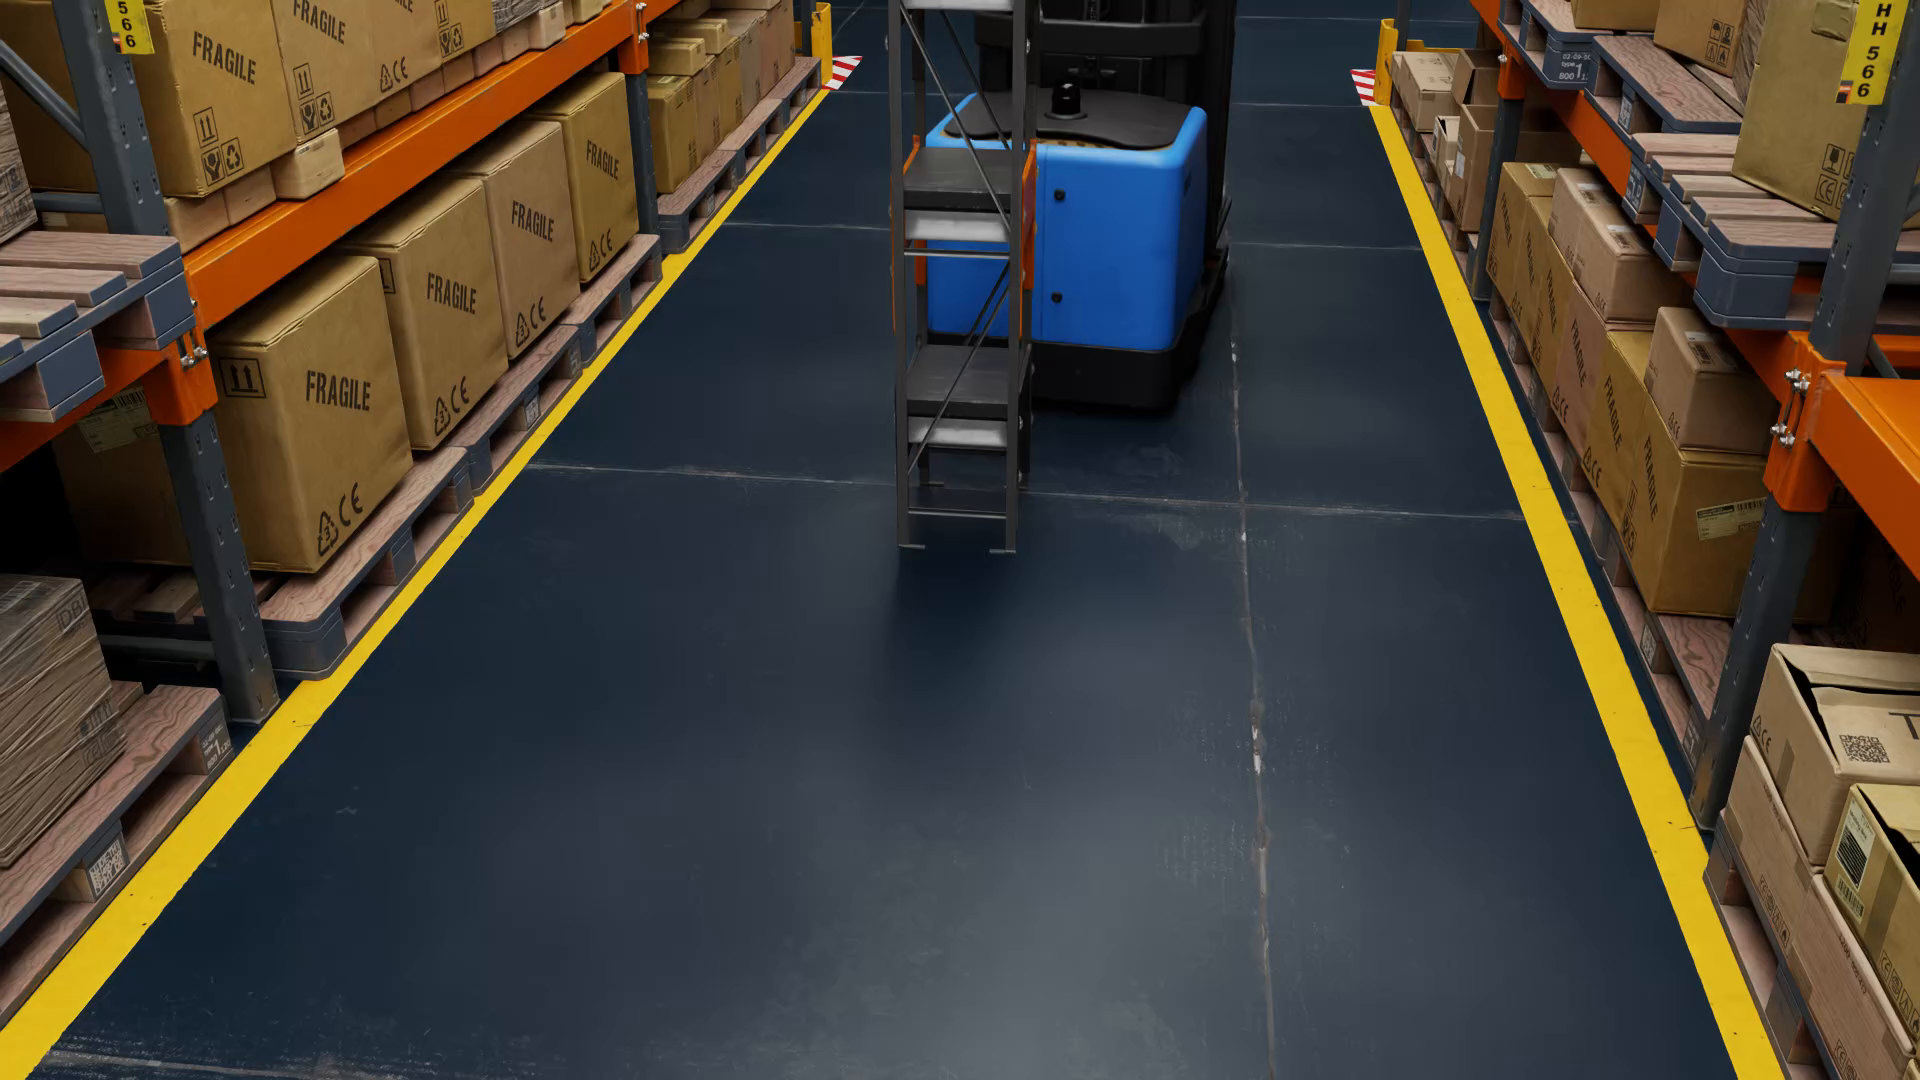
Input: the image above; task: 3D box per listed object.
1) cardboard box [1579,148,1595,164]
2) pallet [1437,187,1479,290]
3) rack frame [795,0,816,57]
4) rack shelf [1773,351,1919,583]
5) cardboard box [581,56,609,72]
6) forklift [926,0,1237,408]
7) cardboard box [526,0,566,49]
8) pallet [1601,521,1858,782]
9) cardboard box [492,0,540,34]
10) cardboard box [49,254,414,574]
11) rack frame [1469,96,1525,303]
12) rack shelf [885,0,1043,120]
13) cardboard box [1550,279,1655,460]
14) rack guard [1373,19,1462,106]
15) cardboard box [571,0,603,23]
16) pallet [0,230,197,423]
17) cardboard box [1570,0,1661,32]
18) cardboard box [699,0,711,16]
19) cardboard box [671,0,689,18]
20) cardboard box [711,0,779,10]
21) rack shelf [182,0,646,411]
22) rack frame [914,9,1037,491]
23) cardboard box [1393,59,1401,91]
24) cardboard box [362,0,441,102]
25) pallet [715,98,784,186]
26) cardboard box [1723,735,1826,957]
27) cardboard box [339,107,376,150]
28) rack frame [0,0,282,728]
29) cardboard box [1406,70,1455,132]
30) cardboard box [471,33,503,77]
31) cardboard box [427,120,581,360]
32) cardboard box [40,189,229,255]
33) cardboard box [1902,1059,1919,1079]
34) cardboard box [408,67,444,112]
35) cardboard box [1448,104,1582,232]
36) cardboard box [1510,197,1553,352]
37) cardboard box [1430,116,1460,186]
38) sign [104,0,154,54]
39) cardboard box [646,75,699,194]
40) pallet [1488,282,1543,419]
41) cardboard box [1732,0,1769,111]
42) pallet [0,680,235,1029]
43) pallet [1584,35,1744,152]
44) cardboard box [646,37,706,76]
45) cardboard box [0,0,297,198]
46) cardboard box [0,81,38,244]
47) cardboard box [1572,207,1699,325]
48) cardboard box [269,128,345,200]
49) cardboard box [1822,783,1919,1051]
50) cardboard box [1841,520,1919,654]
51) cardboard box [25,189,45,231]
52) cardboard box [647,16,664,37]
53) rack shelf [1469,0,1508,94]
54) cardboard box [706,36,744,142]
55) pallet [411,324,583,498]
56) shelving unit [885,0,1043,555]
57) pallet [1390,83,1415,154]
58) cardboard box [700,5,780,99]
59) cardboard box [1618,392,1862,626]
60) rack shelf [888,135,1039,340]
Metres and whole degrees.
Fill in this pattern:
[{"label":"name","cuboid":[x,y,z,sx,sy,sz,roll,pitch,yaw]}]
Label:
[{"label":"cardboard box","cuboid":[3.282,-1.978,8.783,0.380,0.166,0.250,3,28,6]},{"label":"pallet","cuboid":[3.004,-1.535,8.376,1.003,0.211,1.213,3,28,6]},{"label":"rack frame","cuboid":[-1.507,-4.608,11.141,1.000,3.000,0.127,3,28,6]},{"label":"rack shelf","cuboid":[2.184,0.702,2.043,1.077,0.370,4.000,3,28,6]},{"label":"cardboard box","cuboid":[-2.019,-2.385,8.523,0.380,0.149,0.250,3,28,6]},{"label":"forklift","cuboid":[0.684,-2.492,7.285,1.130,2.935,3.031,7,29,12]},{"label":"cardboard box","cuboid":[-1.816,-2.081,6.693,0.380,0.149,0.250,3,28,6]},{"label":"pallet","cuboid":[2.558,0.322,4.930,1.003,0.211,1.213,3,28,6]},{"label":"cardboard box","cuboid":[-1.927,-2.200,6.232,0.500,0.500,0.500,3,29,6]},{"label":"cardboard box","cuboid":[-2.267,-0.419,5.190,0.750,0.750,0.750,3,28,6]},{"label":"rack frame","cuboid":[2.919,-2.439,7.115,1.000,3.000,0.127,3,28,6]},{"label":"rack shelf","cuboid":[0.020,-1.607,5.071,0.431,0.518,0.480,3,28,6]},{"label":"cardboard box","cuboid":[2.433,-0.594,5.862,0.500,0.500,0.500,2,28,4]},{"label":"rack guard","cuboid":[3.400,-3.186,11.136,1.175,0.500,0.348,3,28,6]},{"label":"cardboard box","cuboid":[-1.765,-2.328,7.152,0.380,0.149,0.250,4,29,7]},{"label":"pallet","cuboid":[-2.469,-0.416,3.562,1.213,0.211,1.003,3,28,6]},{"label":"cardboard box","cuboid":[2.618,-2.131,5.994,0.700,0.500,0.500,8,29,14]},{"label":"cardboard box","cuboid":[-1.769,-3.357,10.328,0.380,0.149,0.250,4,29,7]},{"label":"cardboard box","cuboid":[-1.831,-3.116,9.881,0.380,0.149,0.250,4,29,7]},{"label":"cardboard box","cuboid":[-1.359,-3.451,10.503,0.380,0.149,0.250,4,29,8]},{"label":"rack shelf","cuboid":[-2.242,-1.467,6.069,1.077,0.370,4.000,3,28,6]},{"label":"rack frame","cuboid":[0.050,-1.117,5.610,0.400,2.100,0.015,3,28,6]},{"label":"cardboard box","cuboid":[2.986,-2.974,10.630,0.380,0.166,0.250,3,28,6]},{"label":"cardboard box","cuboid":[-2.039,-1.720,5.339,0.500,0.500,0.500,3,28,6]},{"label":"pallet","cuboid":[-1.680,-2.427,10.032,1.003,0.211,1.213,3,28,6]},{"label":"cardboard box","cuboid":[2.074,0.699,3.747,0.500,0.250,0.500,3,28,6]},{"label":"cardboard box","cuboid":[-2.130,-1.369,5.372,0.380,0.149,0.250,4,29,7]},{"label":"rack frame","cuboid":[-2.488,-0.842,4.151,1.000,3.000,0.127,3,28,6]},{"label":"cardboard box","cuboid":[2.939,-2.595,9.840,0.500,0.250,0.500,3,28,6]},{"label":"cardboard box","cuboid":[-1.957,-1.852,6.270,0.380,0.149,0.250,3,28,5]},{"label":"cardboard box","cuboid":[-2.054,-1.232,6.697,0.750,0.750,0.750,4,29,8]},{"label":"cardboard box","cuboid":[-2.217,-0.882,4.469,0.380,0.149,0.250,3,28,5]},{"label":"cardboard box","cuboid":[1.955,1.180,2.852,0.500,0.250,0.500,3,28,5]},{"label":"cardboard box","cuboid":[-2.040,-1.605,5.810,0.380,0.149,0.250,4,29,6]},{"label":"cardboard box","cuboid":[2.708,-1.817,8.132,0.500,0.500,0.500,3,28,6]},{"label":"cardboard box","cuboid":[2.564,-1.067,6.740,0.500,0.500,0.500,4,29,7]},{"label":"cardboard box","cuboid":[2.800,-2.087,8.832,0.500,0.311,0.500,3,28,6]},{"label":"sign","cuboid":[-1.948,-1.290,3.845,0.100,0.325,0.005,3,28,6]},{"label":"cardboard box","cuboid":[-1.804,-2.156,8.782,0.700,0.500,0.500,4,29,7]},{"label":"pallet","cuboid":[2.857,-0.826,7.062,1.003,0.211,1.213,3,28,6]},{"label":"cardboard box","cuboid":[2.696,-1.508,4.838,0.700,0.500,0.500,9,30,16]},{"label":"pallet","cuboid":[-2.585,0.753,4.130,1.003,0.211,1.213,3,28,6]},{"label":"pallet","cuboid":[2.663,-1.388,5.365,1.003,0.211,1.213,3,28,6]},{"label":"cardboard box","cuboid":[-1.581,-2.592,8.907,0.380,0.149,0.250,4,29,8]},{"label":"cardboard box","cuboid":[-2.174,-1.240,4.449,0.500,0.500,0.500,4,29,8]},{"label":"cardboard box","cuboid":[-2.535,-0.858,3.611,0.700,0.500,0.500,0,28,0]},{"label":"cardboard box","cuboid":[2.435,-0.942,5.717,0.500,0.250,0.500,3,28,5]},{"label":"cardboard box","cuboid":[-2.061,-1.120,4.911,0.380,0.149,0.250,4,29,8]},{"label":"cardboard box","cuboid":[2.018,0.700,3.154,0.500,0.311,0.500,3,28,5]},{"label":"cardboard box","cuboid":[2.769,0.153,4.475,0.500,0.500,0.500,5,29,8]},{"label":"cardboard box","cuboid":[-2.702,-0.909,4.518,0.380,0.149,0.250,4,29,7]},{"label":"cardboard box","cuboid":[-1.893,-2.876,9.434,0.380,0.149,0.250,4,29,7]},{"label":"rack shelf","cuboid":[3.164,-3.064,9.033,1.077,0.370,4.000,3,28,6]},{"label":"cardboard box","cuboid":[-1.674,-2.634,9.668,0.700,0.500,0.500,4,29,7]},{"label":"pallet","cuboid":[-2.164,-0.554,6.556,1.003,0.211,1.213,3,28,6]},{"label":"shelving unit","cuboid":[0.020,-1.002,5.397,0.431,2.100,0.503,3,28,6]},{"label":"pallet","cuboid":[3.303,-2.683,10.508,1.003,0.211,1.213,3,28,6]},{"label":"cardboard box","cuboid":[-1.555,-3.122,10.575,0.700,0.500,0.500,3,28,6]},{"label":"cardboard box","cuboid":[2.311,-0.103,4.951,0.500,0.500,0.500,4,29,8]},{"label":"rack shelf","cuboid":[0.020,-0.990,5.403,0.431,0.518,0.480,3,28,6]}]
